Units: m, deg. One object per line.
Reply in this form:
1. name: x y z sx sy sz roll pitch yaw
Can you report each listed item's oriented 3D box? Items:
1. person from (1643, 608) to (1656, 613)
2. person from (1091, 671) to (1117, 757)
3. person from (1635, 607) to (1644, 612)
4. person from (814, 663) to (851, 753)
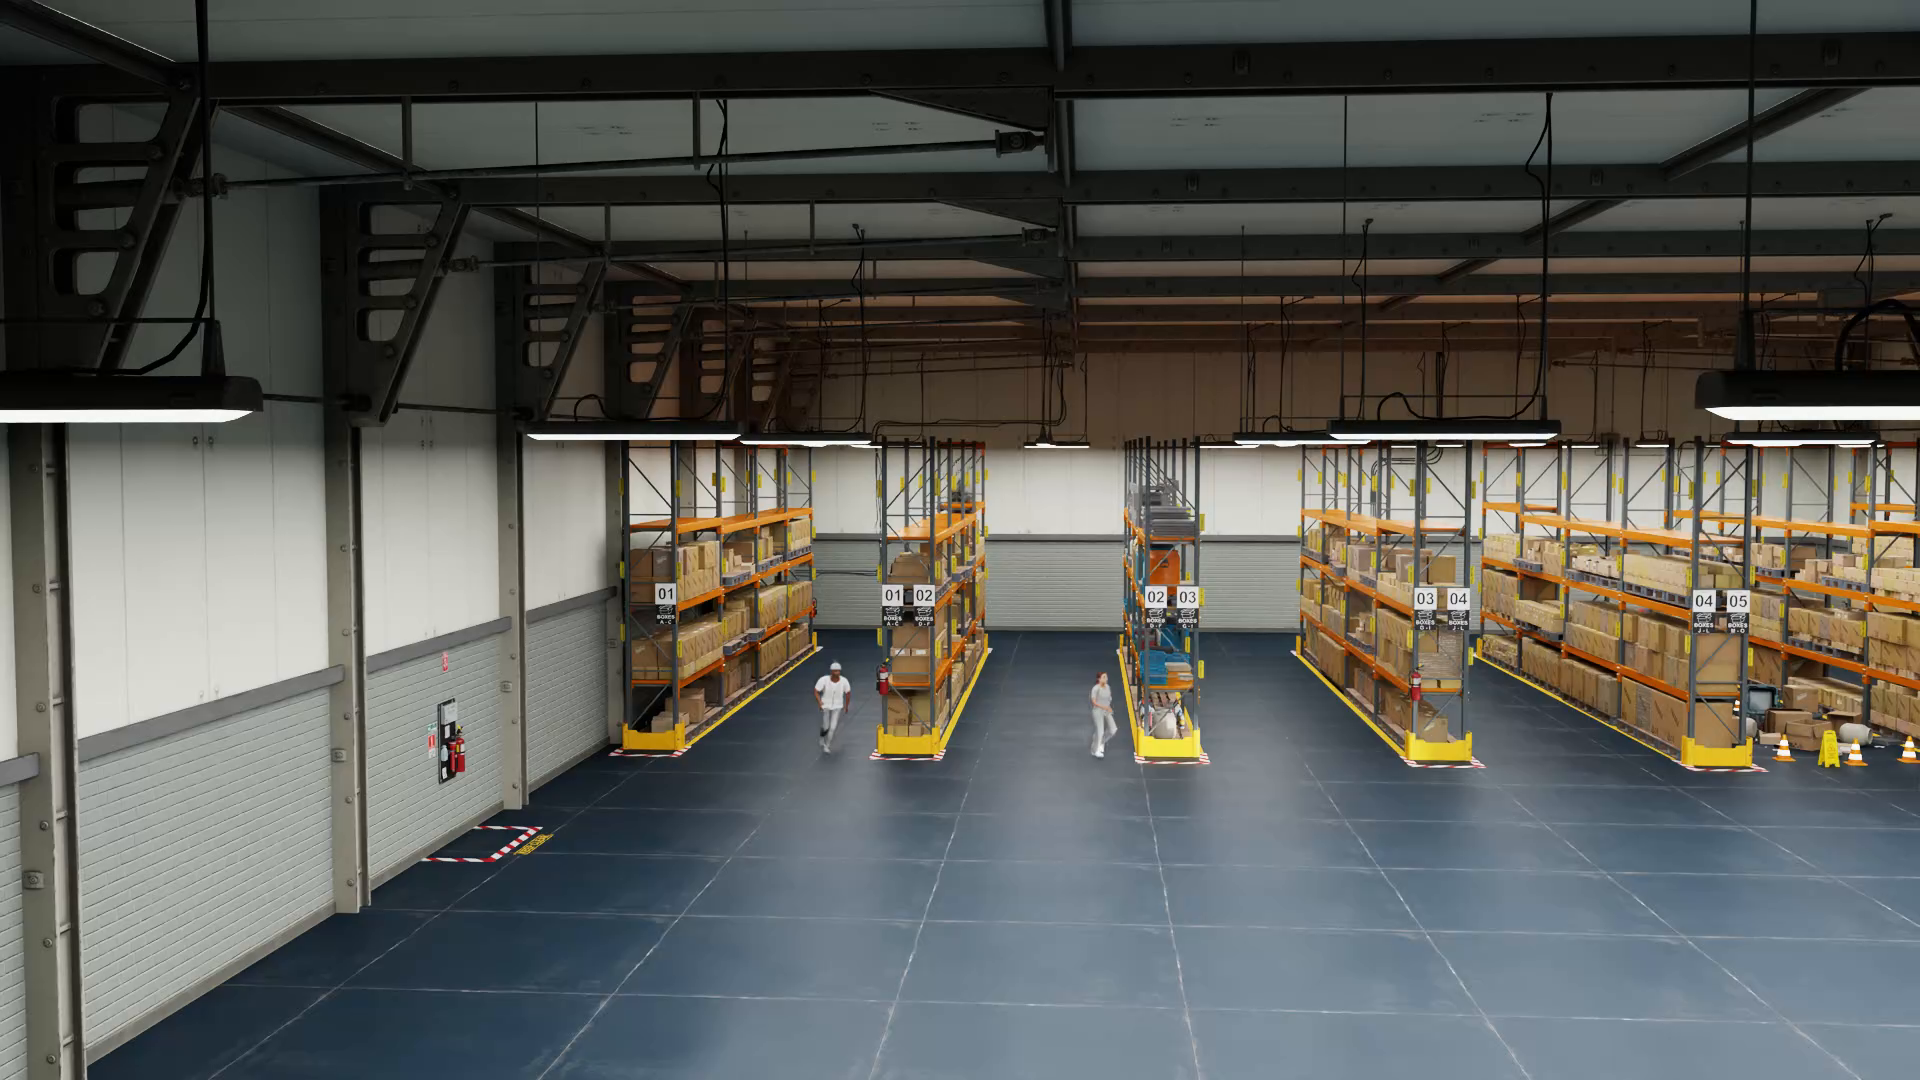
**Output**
1. person: 19.627 2.406 47.375 0.838 1.551 0.601 1 3 13
2. person: 2.678 3.246 31.020 0.544 1.624 0.636 -2 4 -36
3. person: 17.064 2.585 41.884 0.671 1.783 0.884 0 3 -3
4. person: -2.434 3.177 31.705 0.712 1.713 0.624 -1 3 -10
